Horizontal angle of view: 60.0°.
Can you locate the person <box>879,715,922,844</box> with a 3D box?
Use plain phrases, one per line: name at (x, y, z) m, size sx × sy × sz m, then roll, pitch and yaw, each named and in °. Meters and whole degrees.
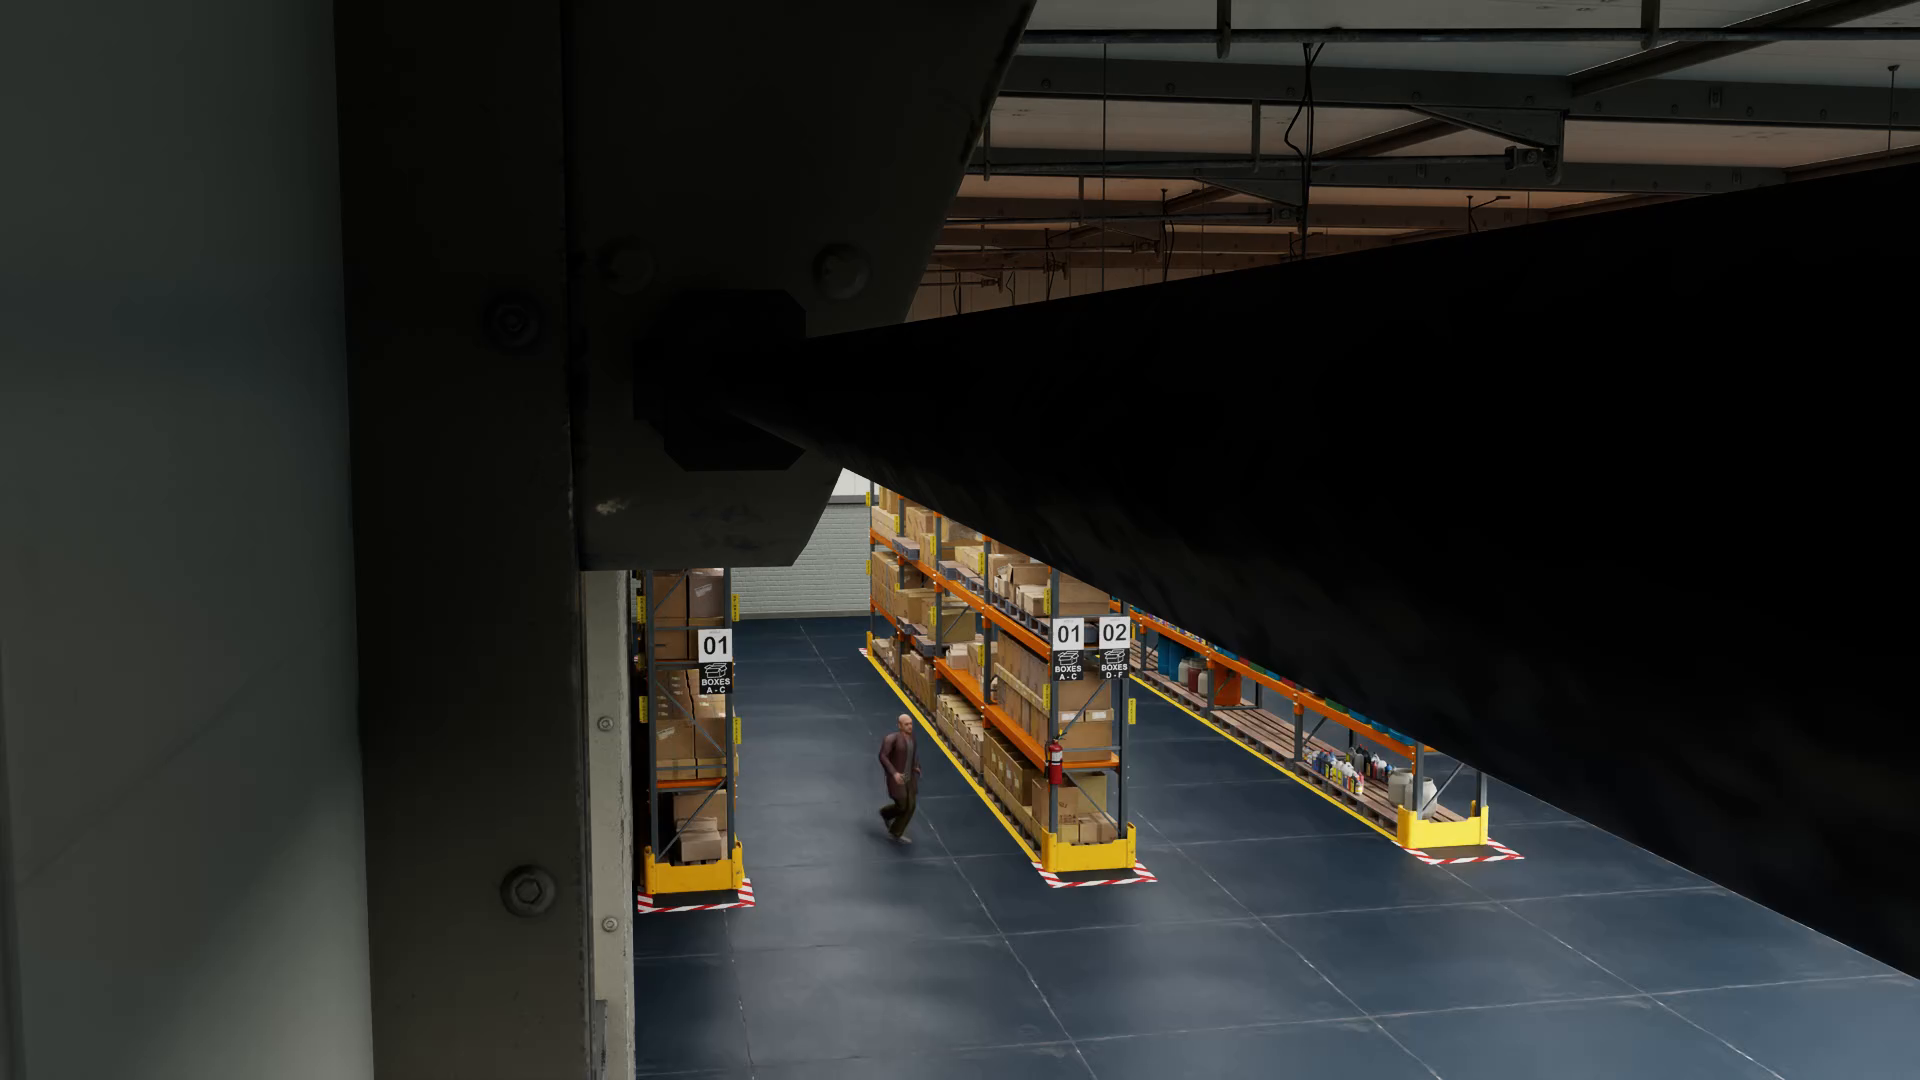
person at (-0.856, 3.165, 22.225) m, size 0.707 × 1.731 × 0.649 m, roll -5°, pitch 8°, yaw -42°
